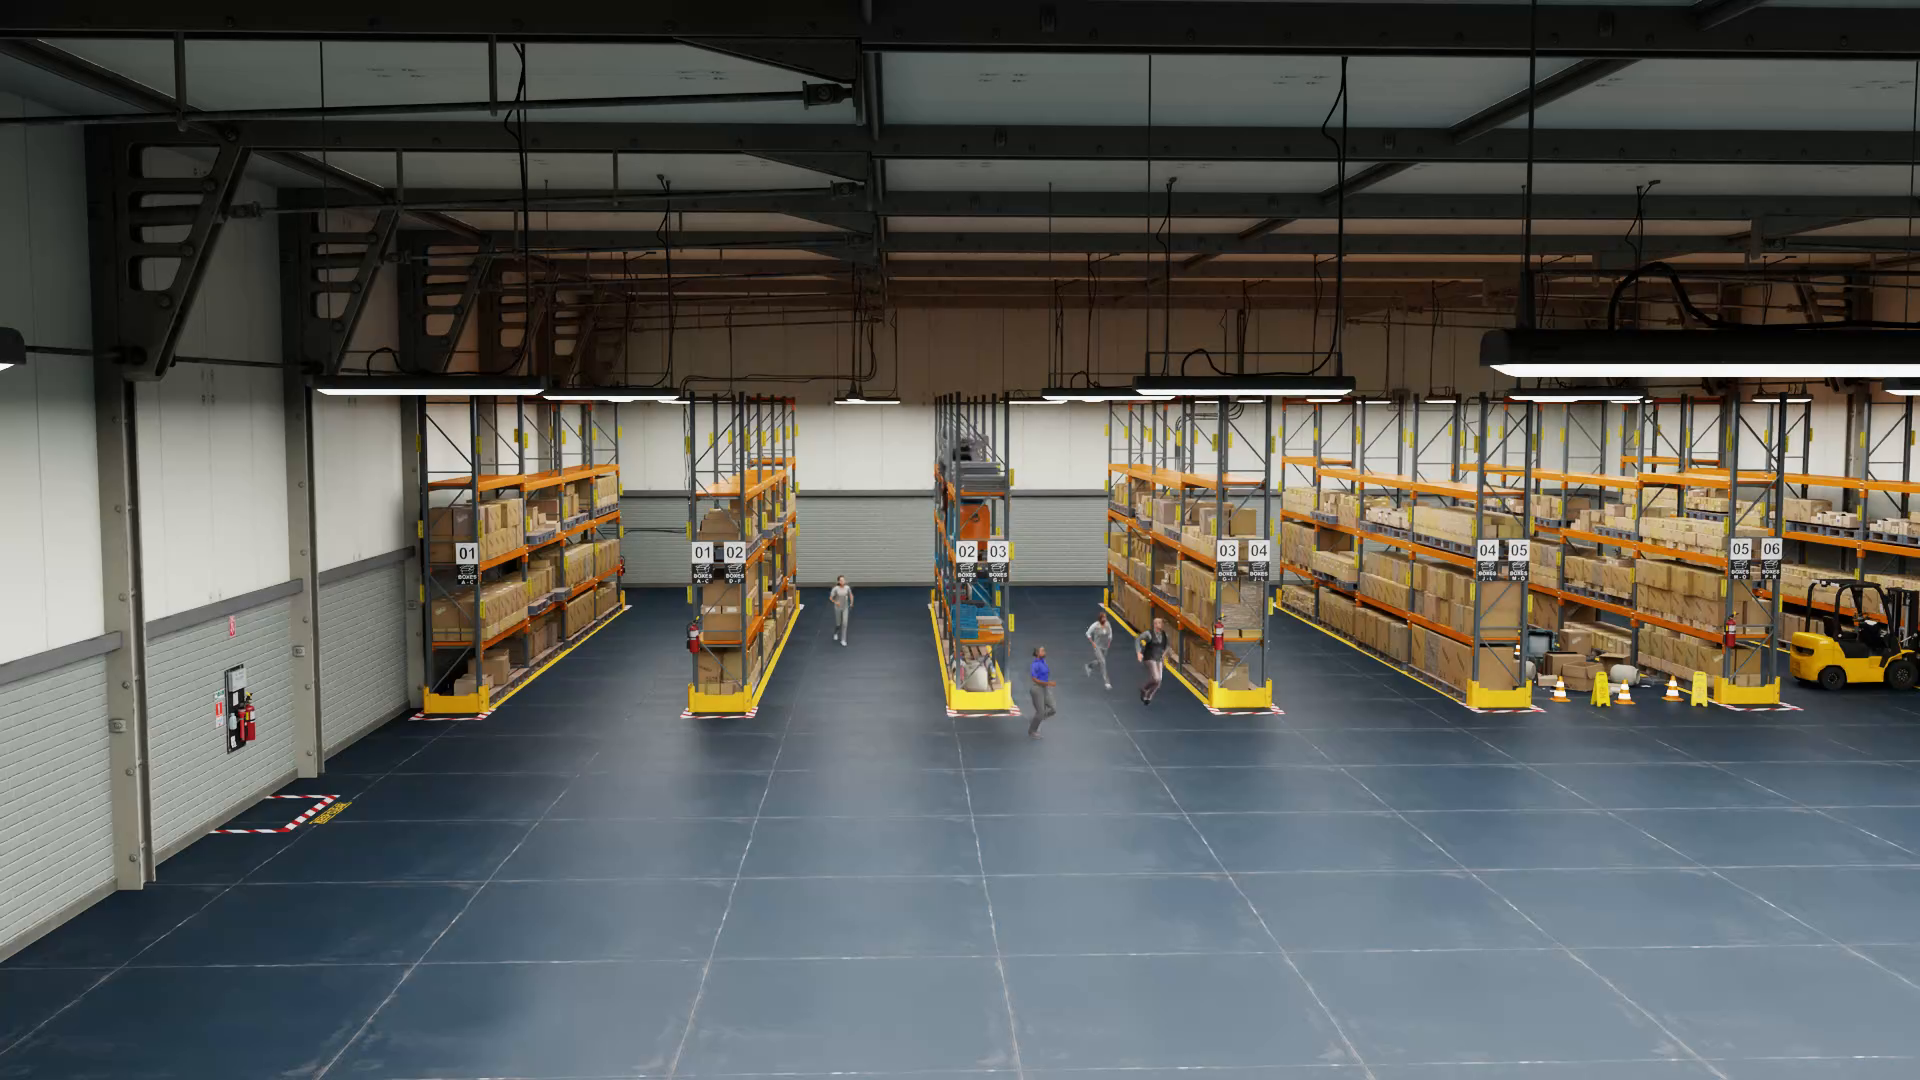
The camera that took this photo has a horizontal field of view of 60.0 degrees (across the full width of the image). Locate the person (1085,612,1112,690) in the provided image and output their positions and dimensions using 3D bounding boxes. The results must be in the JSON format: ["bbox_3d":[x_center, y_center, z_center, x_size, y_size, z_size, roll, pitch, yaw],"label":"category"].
[{"bbox_3d":[2.810,2.180,34.066,0.531,1.494,0.814,-2,5,-28],"label":"person"}]

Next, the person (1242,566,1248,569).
[{"bbox_3d":[7.901,1.052,47.507,0.668,1.750,0.722,0,5,3],"label":"person"}]

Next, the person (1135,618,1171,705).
[{"bbox_3d":[3.755,2.340,31.951,0.656,1.681,0.556,-3,5,-31],"label":"person"}]

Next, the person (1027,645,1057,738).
[{"bbox_3d":[1.433,2.618,28.689,0.557,1.617,0.562,2,5,26],"label":"person"}]

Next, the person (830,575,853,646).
[{"bbox_3d":[-2.864,1.679,40.212,0.589,1.670,0.794,-1,5,-17],"label":"person"}]
